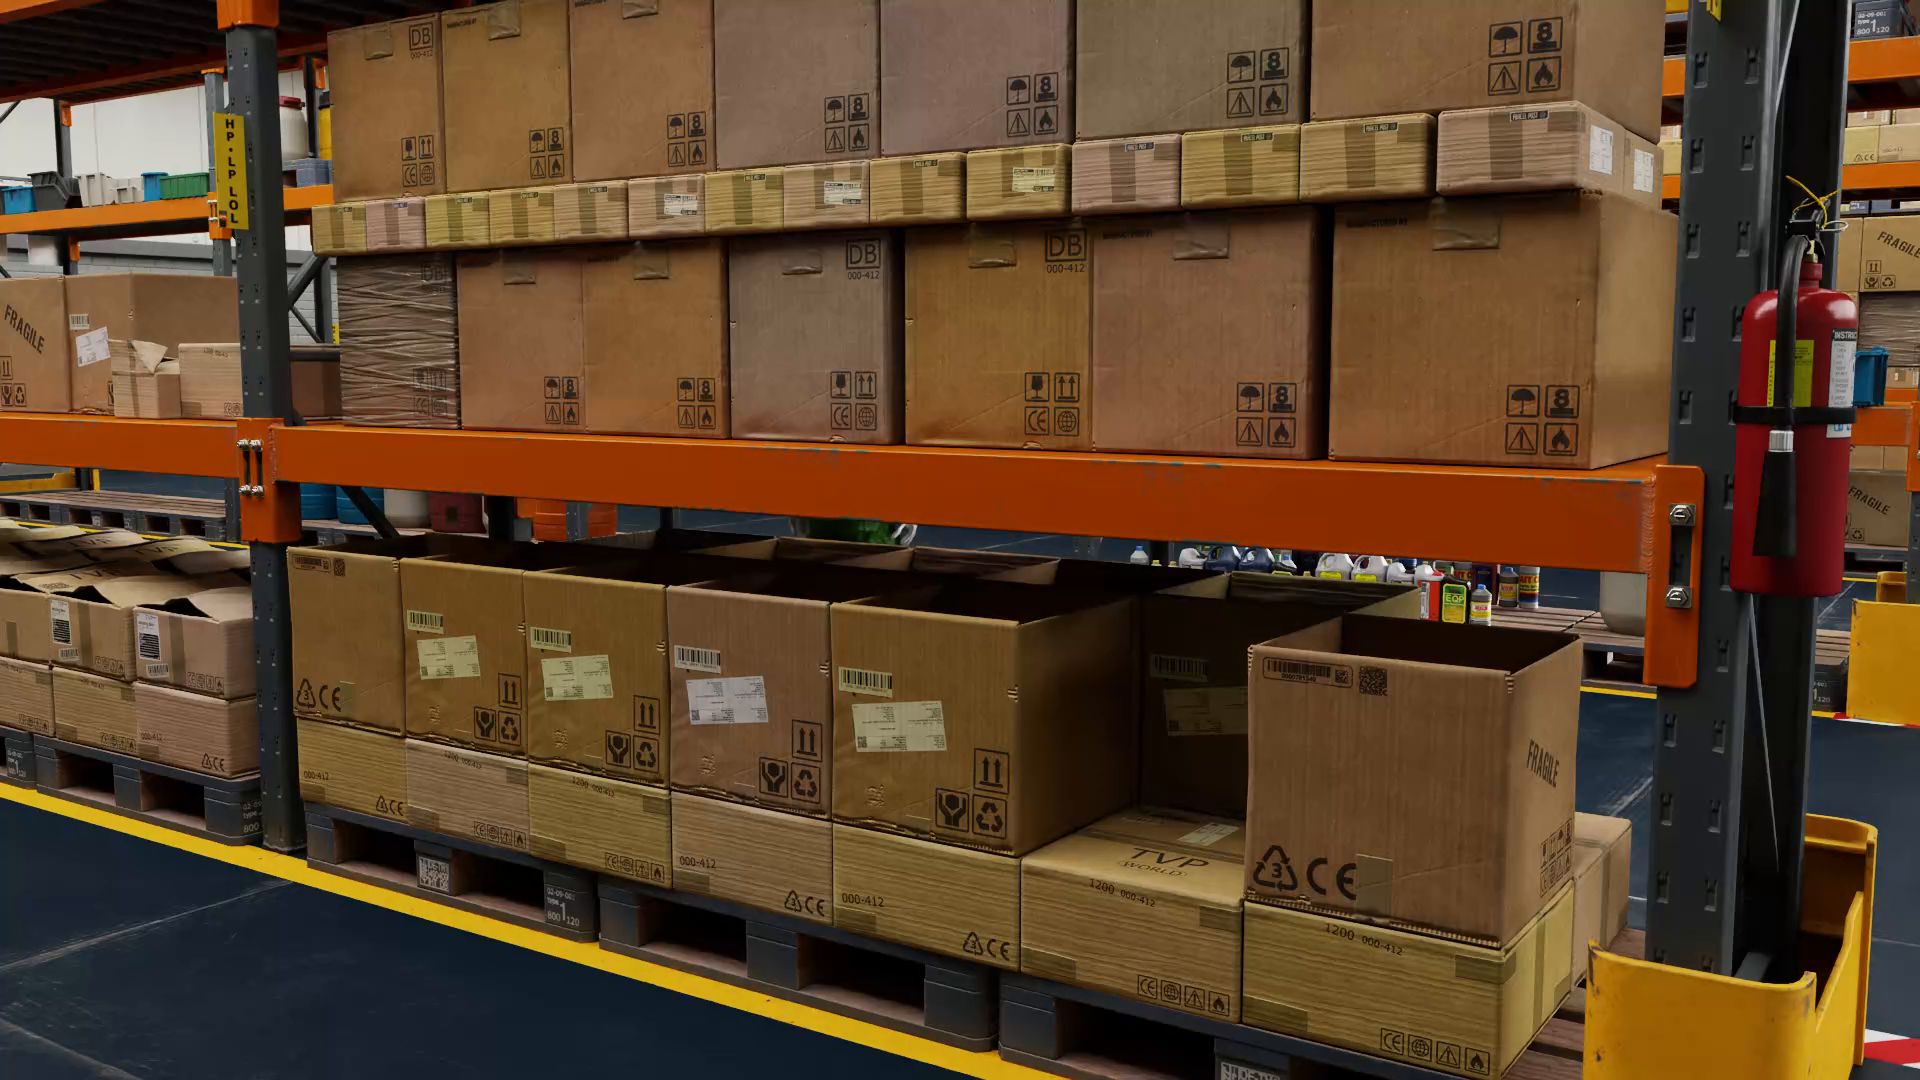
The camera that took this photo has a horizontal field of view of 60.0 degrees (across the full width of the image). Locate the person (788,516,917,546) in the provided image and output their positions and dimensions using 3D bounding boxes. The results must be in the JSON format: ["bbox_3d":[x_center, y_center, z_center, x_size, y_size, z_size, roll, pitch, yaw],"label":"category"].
[{"bbox_3d":[-0.453,-0.134,6.889,0.616,1.778,0.453,4,7,30],"label":"person"}]
